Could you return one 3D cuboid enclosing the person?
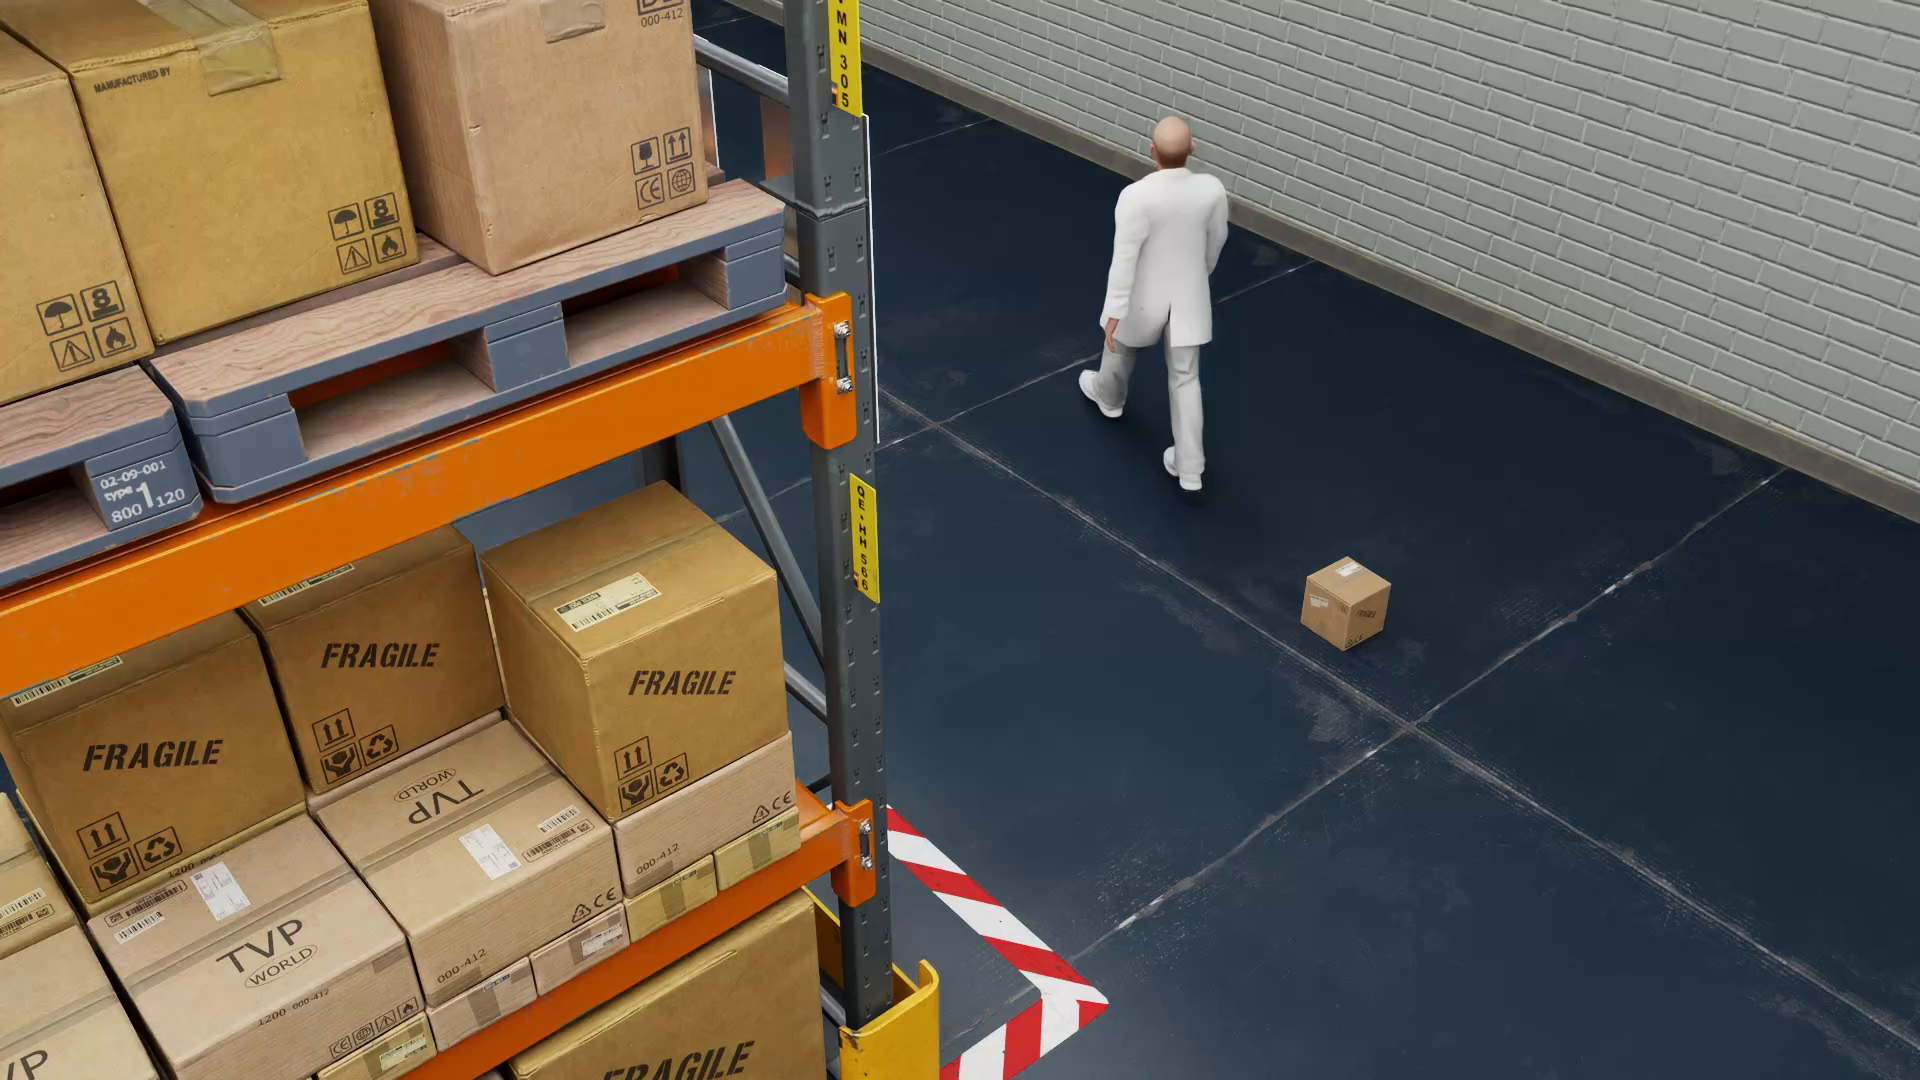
[{"bbox_3d":[0.927,-1.204,7.833,0.620,1.710,1.144,-5,36,-7],"label":"person"}]
